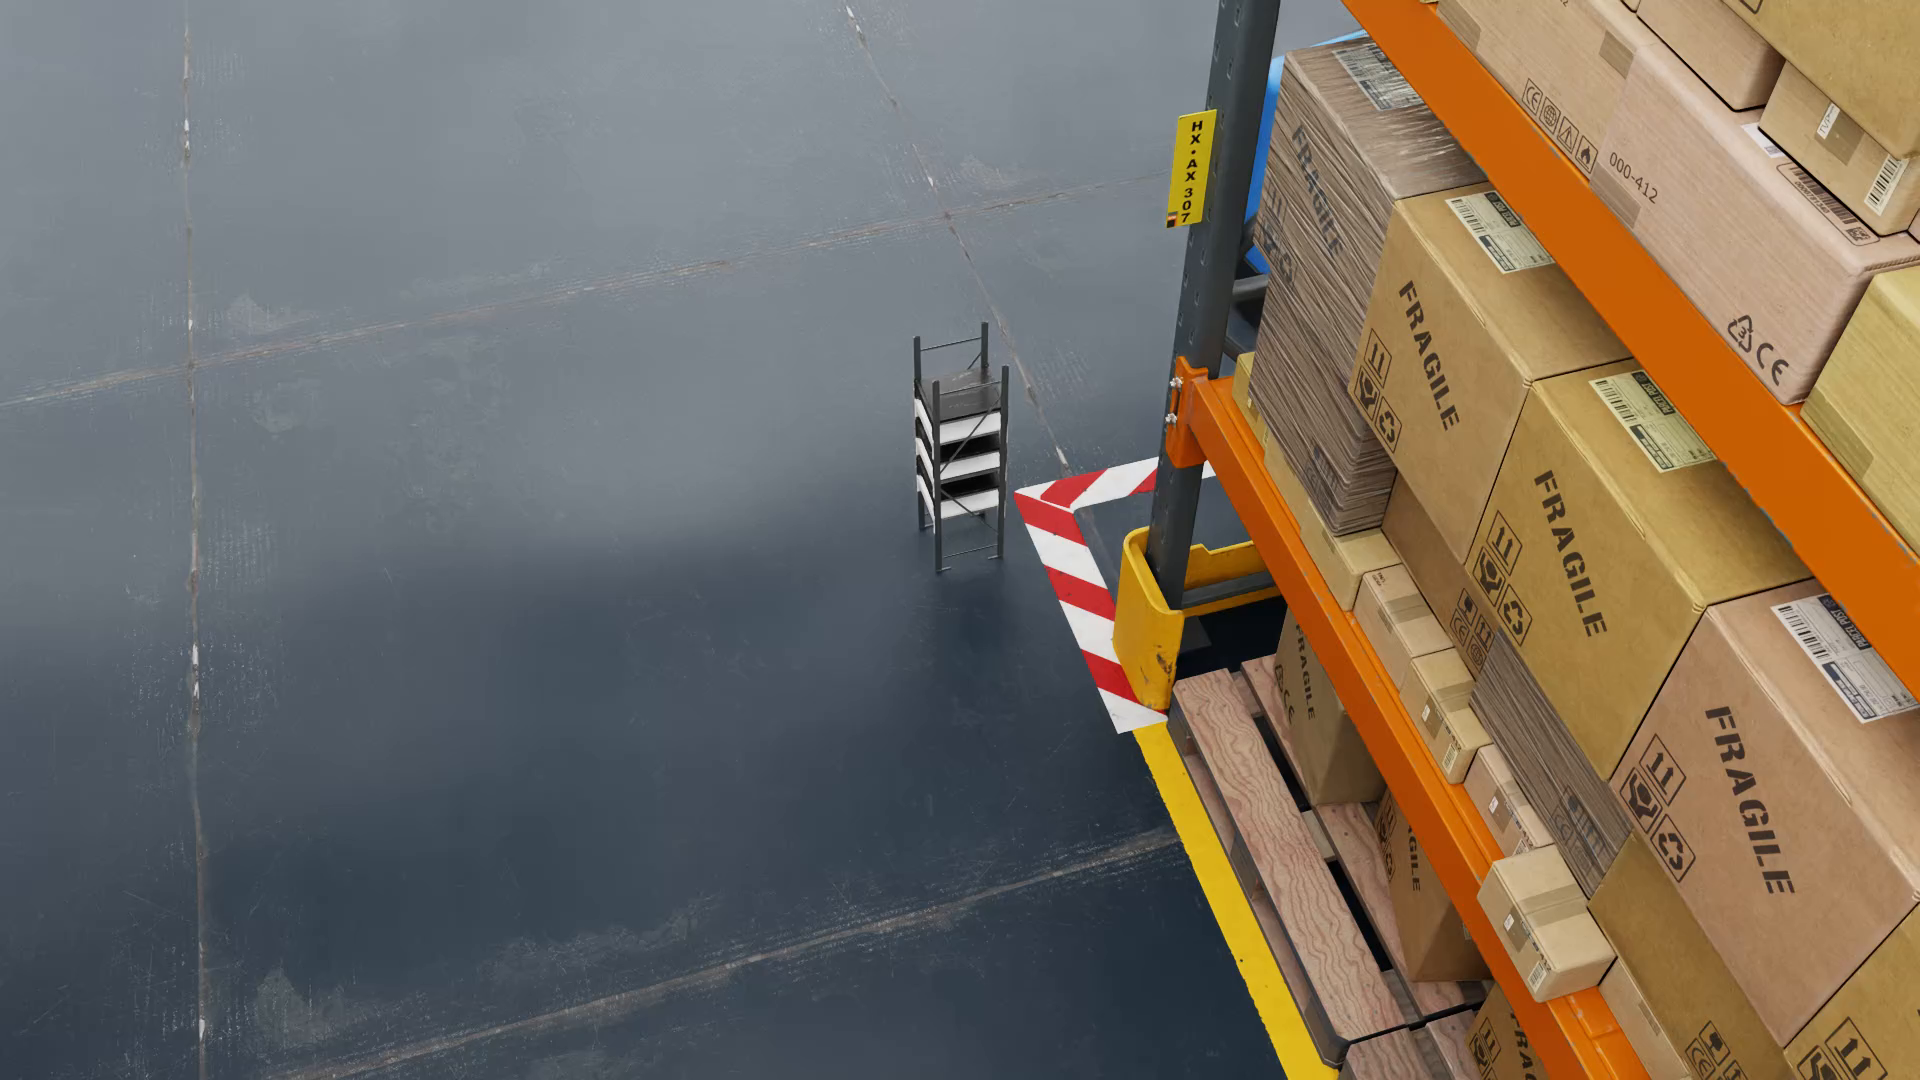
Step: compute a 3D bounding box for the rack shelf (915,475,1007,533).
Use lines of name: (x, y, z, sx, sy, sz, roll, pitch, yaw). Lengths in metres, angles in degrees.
rack shelf: (0.002, -0.147, 5.564, 0.258, 0.077, 0.200, -13, 51, -11)

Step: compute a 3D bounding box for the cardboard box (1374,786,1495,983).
cardboard box: (1.449, 0.834, 4.445, 0.500, 0.500, 0.500, -2, 50, -1)

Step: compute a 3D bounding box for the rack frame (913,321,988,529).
rack frame: (-0.028, -0.358, 5.464, 0.240, 0.900, 0.006, -13, 51, -11)

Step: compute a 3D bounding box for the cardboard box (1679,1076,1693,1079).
cardboard box: (1.480, 1.088, 3.035, 0.380, 0.149, 0.250, -13, 51, -11)

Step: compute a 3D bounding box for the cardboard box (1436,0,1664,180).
cardboard box: (1.125, -0.858, 2.647, 0.500, 0.250, 0.500, -14, 51, -12)

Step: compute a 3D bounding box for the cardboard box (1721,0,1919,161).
cardboard box: (1.252, -0.836, 1.944, 0.500, 0.500, 0.500, -14, 51, -11)

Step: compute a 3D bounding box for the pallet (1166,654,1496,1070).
pallet: (1.300, 0.831, 4.912, 1.003, 0.211, 1.213, -13, 51, -11)

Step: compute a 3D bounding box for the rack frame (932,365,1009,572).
rack frame: (0.032, -0.210, 5.338, 0.240, 0.900, 0.006, -13, 51, -11)

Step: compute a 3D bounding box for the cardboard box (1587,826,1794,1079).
cardboard box: (1.713, 0.636, 2.992, 0.875, 0.500, 0.500, -13, 51, -11)

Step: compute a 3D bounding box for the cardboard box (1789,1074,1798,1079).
cardboard box: (1.822, 1.010, 2.676, 0.875, 0.500, 0.500, -13, 51, -11)

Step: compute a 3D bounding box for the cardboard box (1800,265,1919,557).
cardboard box: (1.426, -0.116, 2.022, 0.500, 0.250, 0.500, -12, 51, -10)

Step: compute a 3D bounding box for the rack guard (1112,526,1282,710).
rack guard: (1.093, 0.136, 5.308, 1.175, 0.500, 0.348, -13, 51, -11)

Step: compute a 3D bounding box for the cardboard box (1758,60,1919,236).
cardboard box: (1.284, -0.561, 2.136, 0.380, 0.149, 0.250, -15, 52, -13)

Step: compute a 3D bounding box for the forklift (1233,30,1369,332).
forklift: (2.569, -2.089, 5.594, 3.031, 2.935, 1.130, -21, 53, -17)

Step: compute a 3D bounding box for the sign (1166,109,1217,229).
sign: (0.553, -0.881, 3.965, 0.100, 0.325, 0.005, -13, 51, -11)

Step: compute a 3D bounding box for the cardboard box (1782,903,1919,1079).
cardboard box: (1.562, 0.749, 2.242, 0.500, 0.500, 0.500, -13, 51, -11)

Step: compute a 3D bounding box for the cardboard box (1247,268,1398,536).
cardboard box: (1.207, -0.445, 3.903, 0.875, 0.500, 0.500, -13, 51, -11)

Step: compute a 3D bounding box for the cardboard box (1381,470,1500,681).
cardboard box: (1.470, -0.107, 3.618, 0.875, 0.500, 0.500, -13, 51, -11)

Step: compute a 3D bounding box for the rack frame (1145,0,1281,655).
rack frame: (1.071, -0.725, 4.399, 1.000, 3.000, 0.127, -13, 51, -11)

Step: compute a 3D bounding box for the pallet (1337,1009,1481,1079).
pallet: (1.657, 1.720, 4.162, 1.003, 0.211, 1.213, -13, 51, -11)

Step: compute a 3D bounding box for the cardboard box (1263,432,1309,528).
cardboard box: (0.983, -0.195, 4.117, 0.380, 0.149, 0.250, -13, 51, -11)

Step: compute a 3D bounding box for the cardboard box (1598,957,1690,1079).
cardboard box: (1.479, 0.888, 3.204, 0.380, 0.149, 0.250, -13, 51, -11)

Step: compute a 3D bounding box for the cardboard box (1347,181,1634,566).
cardboard box: (1.114, -0.345, 3.165, 0.500, 0.500, 0.500, -13, 51, -11)

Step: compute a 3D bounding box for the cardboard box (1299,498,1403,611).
cardboard box: (1.043, -0.009, 3.960, 0.380, 0.149, 0.250, -13, 51, -11)

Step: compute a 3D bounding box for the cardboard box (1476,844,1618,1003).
cardboard box: (1.278, 0.736, 3.332, 0.380, 0.149, 0.250, -13, 51, -11)

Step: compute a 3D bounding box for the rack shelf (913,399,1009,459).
rack shelf: (0.002, -0.379, 5.289, 0.258, 0.077, 0.200, -13, 51, -11)

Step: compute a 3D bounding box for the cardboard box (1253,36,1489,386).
cardboard box: (0.973, -0.712, 3.474, 0.500, 0.500, 0.500, -13, 51, -11)

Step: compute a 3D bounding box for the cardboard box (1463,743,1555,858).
cardboard box: (1.304, 0.530, 3.506, 0.380, 0.149, 0.250, -13, 51, -11)

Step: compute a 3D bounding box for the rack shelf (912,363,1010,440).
rack shelf: (0.002, -0.437, 5.220, 0.258, 0.077, 0.200, -13, 51, -11)

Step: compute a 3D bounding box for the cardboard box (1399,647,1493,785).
cardboard box: (1.204, 0.353, 3.655, 0.380, 0.149, 0.250, -13, 51, -11)

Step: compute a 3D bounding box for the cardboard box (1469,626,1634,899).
cardboard box: (1.576, 0.268, 3.302, 0.875, 0.500, 0.500, -13, 51, -11)

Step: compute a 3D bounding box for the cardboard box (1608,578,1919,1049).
cardboard box: (1.417, 0.384, 2.551, 0.500, 0.500, 0.500, -13, 51, -11)

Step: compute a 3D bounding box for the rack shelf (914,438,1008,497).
rack shelf: (0.002, -0.263, 5.426, 0.258, 0.077, 0.200, -13, 51, -11)

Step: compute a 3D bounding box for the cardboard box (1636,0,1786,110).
cardboard box: (1.189, -0.757, 2.302, 0.380, 0.149, 0.250, -13, 51, -11)

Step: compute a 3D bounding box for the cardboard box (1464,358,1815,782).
cardboard box: (1.264, 0.020, 2.858, 0.500, 0.500, 0.500, -13, 51, -11)

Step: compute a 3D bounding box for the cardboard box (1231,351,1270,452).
cardboard box: (0.928, -0.382, 4.274, 0.380, 0.149, 0.250, -13, 51, -11)

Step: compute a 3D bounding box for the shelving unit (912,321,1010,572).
shelving unit: (0.002, -0.284, 5.401, 0.258, 0.900, 0.210, -13, 51, -11)

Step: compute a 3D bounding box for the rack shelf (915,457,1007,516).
rack shelf: (0.002, -0.205, 5.495, 0.258, 0.077, 0.200, -13, 51, -11)

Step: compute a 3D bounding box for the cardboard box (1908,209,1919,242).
cardboard box: (1.402, -0.389, 1.992, 0.380, 0.149, 0.250, -14, 51, -11)

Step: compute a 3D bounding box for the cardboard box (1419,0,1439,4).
cardboard box: (0.967, -1.233, 2.964, 0.500, 0.250, 0.500, -12, 51, -10)

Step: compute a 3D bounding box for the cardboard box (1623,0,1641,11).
cardboard box: (1.121, -0.936, 2.452, 0.380, 0.149, 0.250, -11, 51, -10)

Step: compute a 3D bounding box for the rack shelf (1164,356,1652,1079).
rack shelf: (1.662, 0.968, 3.443, 1.077, 0.370, 4.000, -13, 51, -11)

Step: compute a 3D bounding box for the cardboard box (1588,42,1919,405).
cardboard box: (1.268, -0.495, 2.342, 0.500, 0.250, 0.500, -13, 51, -11)

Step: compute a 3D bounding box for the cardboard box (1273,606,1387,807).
cardboard box: (1.240, 0.405, 4.807, 0.500, 0.500, 0.500, -5, 50, -4)

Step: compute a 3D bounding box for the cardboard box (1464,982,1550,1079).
cardboard box: (1.616, 1.296, 4.056, 0.500, 0.500, 0.500, -9, 50, -8)

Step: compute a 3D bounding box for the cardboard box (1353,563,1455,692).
cardboard box: (1.136, 0.169, 3.810, 0.380, 0.149, 0.250, -13, 51, -11)

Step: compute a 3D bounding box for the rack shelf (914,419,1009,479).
rack shelf: (0.002, -0.321, 5.358, 0.258, 0.077, 0.200, -13, 51, -11)
